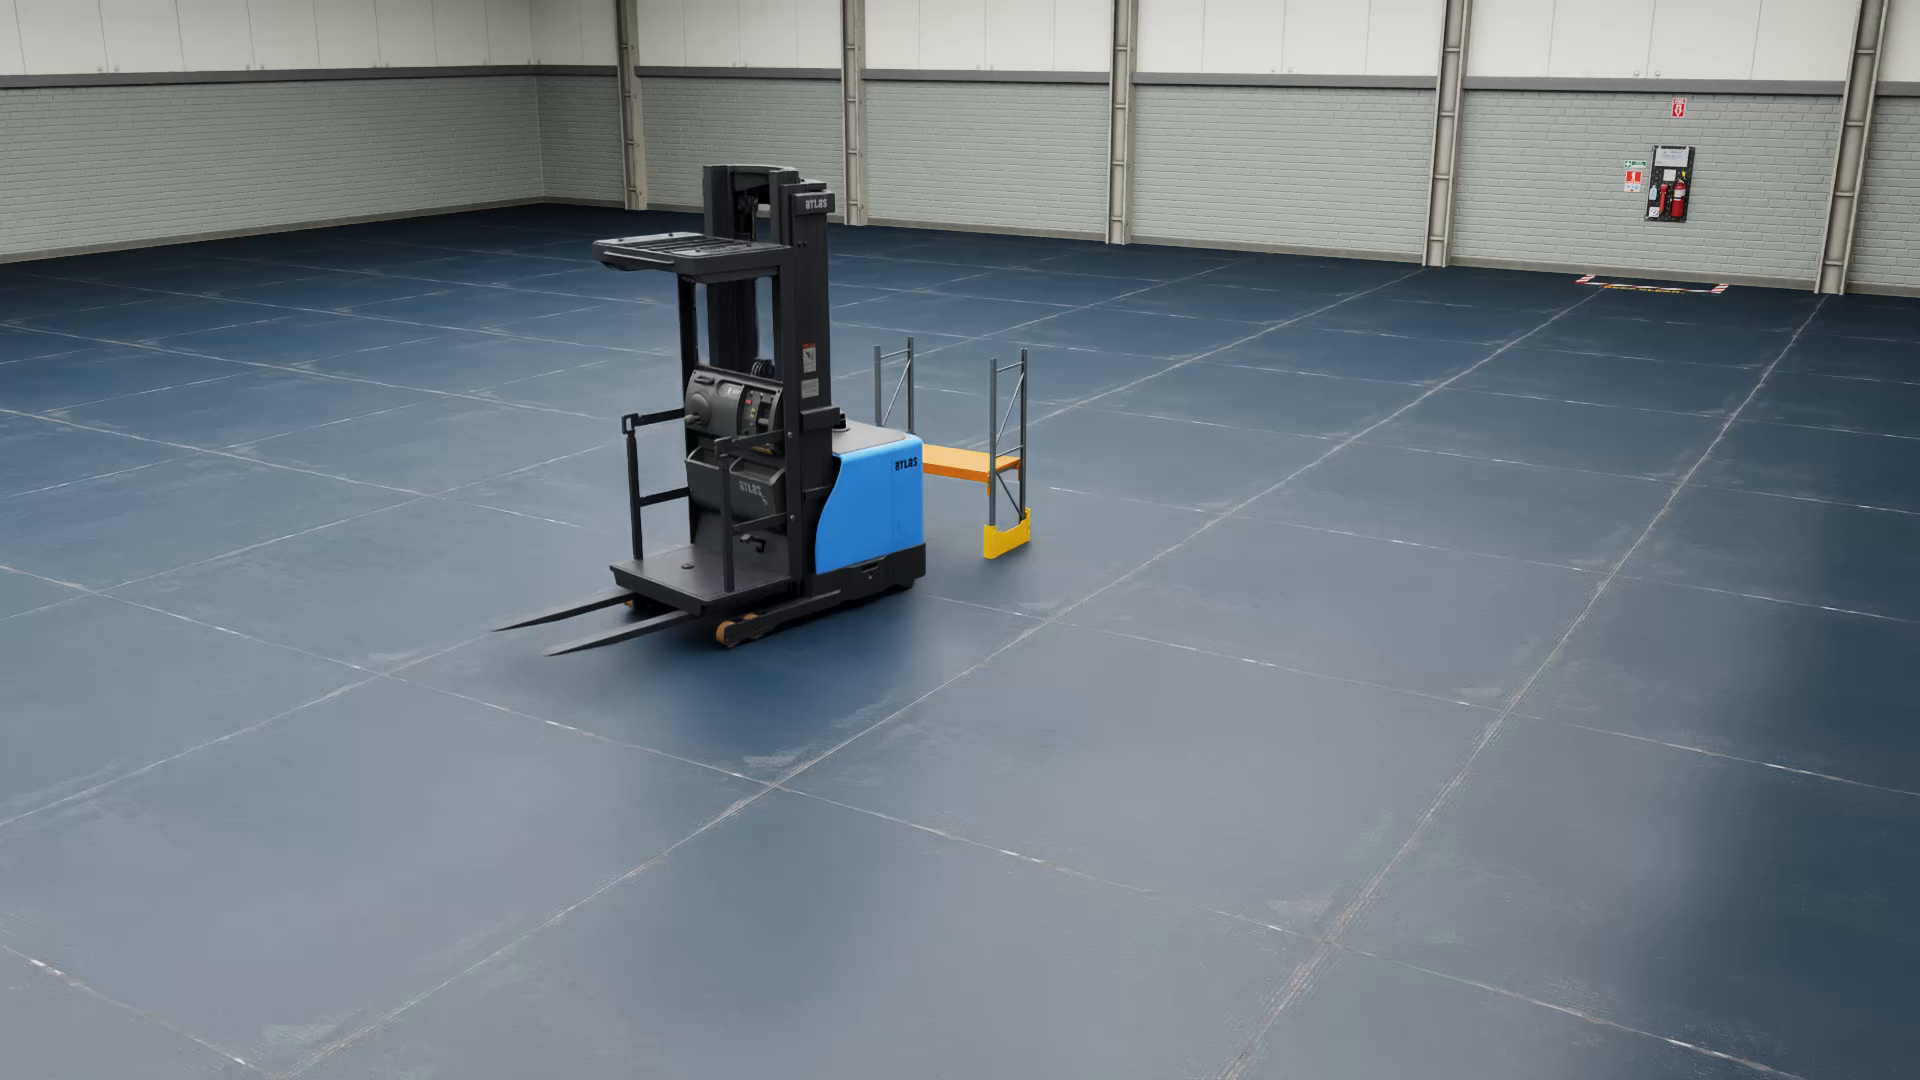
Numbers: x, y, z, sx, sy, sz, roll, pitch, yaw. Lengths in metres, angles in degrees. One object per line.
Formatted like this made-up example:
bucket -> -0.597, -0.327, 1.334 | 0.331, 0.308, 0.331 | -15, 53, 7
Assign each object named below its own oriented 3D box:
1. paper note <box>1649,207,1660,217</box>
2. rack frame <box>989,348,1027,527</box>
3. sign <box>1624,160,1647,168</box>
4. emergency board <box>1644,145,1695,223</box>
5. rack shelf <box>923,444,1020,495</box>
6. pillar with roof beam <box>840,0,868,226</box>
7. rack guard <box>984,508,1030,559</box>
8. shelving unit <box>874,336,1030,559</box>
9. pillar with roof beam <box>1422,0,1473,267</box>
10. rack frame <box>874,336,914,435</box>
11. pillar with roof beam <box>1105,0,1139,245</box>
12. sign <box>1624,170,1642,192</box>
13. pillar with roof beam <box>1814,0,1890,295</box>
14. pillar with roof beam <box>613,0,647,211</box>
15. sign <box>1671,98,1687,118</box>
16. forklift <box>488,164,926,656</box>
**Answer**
paper note -> 11.003, -5.200, 26.355 | 0.142, 0.148, 0.016 | 10, 20, 30
rack frame -> 0.360, -0.653, 12.451 | 0.032, 1.500, 0.500 | 10, 20, 30
sign -> 10.700, -5.955, 26.351 | 0.331, 0.109, 0.001 | 10, 20, 30
emergency board -> 11.118, -5.577, 26.082 | 0.643, 1.169, 0.194 | 10, 20, 30
rack shelf -> -0.073, -0.558, 12.758 | 1.000, 0.185, 0.538 | 10, 20, 30
pillar with roof beam -> -4.387, -9.734, 29.445 | 0.400, 9.000, 9.100 | 10, 20, 30
rack guard -> 0.359, -0.055, 12.634 | 0.087, 0.250, 0.587 | 10, 20, 30
shelving unit -> -0.065, -0.729, 12.701 | 1.083, 1.500, 0.587 | 10, 20, 30
pillar with roof beam -> 5.838, -7.909, 23.436 | 0.400, 9.000, 9.100 | 10, 20, 30
rack frame -> -0.506, -0.808, 12.961 | 0.032, 1.500, 0.500 | 10, 20, 30
pillar with roof beam -> 0.726, -8.822, 26.440 | 0.400, 9.000, 9.100 | 10, 20, 30
sign -> 10.701, -5.704, 26.438 | 0.234, 0.329, 0.001 | 10, 20, 30
pillar with roof beam -> 10.951, -6.996, 20.431 | 0.400, 9.000, 9.100 | 10, 20, 30
pillar with roof beam -> -9.500, -10.647, 32.449 | 0.400, 9.000, 9.100 | 10, 20, 30
sign -> 11.163, -6.713, 25.830 | 0.199, 0.298, 0.001 | 10, 20, 30
forklift -> -1.633, -0.886, 10.754 | 1.130, 2.935, 3.031 | 16, 23, 42
